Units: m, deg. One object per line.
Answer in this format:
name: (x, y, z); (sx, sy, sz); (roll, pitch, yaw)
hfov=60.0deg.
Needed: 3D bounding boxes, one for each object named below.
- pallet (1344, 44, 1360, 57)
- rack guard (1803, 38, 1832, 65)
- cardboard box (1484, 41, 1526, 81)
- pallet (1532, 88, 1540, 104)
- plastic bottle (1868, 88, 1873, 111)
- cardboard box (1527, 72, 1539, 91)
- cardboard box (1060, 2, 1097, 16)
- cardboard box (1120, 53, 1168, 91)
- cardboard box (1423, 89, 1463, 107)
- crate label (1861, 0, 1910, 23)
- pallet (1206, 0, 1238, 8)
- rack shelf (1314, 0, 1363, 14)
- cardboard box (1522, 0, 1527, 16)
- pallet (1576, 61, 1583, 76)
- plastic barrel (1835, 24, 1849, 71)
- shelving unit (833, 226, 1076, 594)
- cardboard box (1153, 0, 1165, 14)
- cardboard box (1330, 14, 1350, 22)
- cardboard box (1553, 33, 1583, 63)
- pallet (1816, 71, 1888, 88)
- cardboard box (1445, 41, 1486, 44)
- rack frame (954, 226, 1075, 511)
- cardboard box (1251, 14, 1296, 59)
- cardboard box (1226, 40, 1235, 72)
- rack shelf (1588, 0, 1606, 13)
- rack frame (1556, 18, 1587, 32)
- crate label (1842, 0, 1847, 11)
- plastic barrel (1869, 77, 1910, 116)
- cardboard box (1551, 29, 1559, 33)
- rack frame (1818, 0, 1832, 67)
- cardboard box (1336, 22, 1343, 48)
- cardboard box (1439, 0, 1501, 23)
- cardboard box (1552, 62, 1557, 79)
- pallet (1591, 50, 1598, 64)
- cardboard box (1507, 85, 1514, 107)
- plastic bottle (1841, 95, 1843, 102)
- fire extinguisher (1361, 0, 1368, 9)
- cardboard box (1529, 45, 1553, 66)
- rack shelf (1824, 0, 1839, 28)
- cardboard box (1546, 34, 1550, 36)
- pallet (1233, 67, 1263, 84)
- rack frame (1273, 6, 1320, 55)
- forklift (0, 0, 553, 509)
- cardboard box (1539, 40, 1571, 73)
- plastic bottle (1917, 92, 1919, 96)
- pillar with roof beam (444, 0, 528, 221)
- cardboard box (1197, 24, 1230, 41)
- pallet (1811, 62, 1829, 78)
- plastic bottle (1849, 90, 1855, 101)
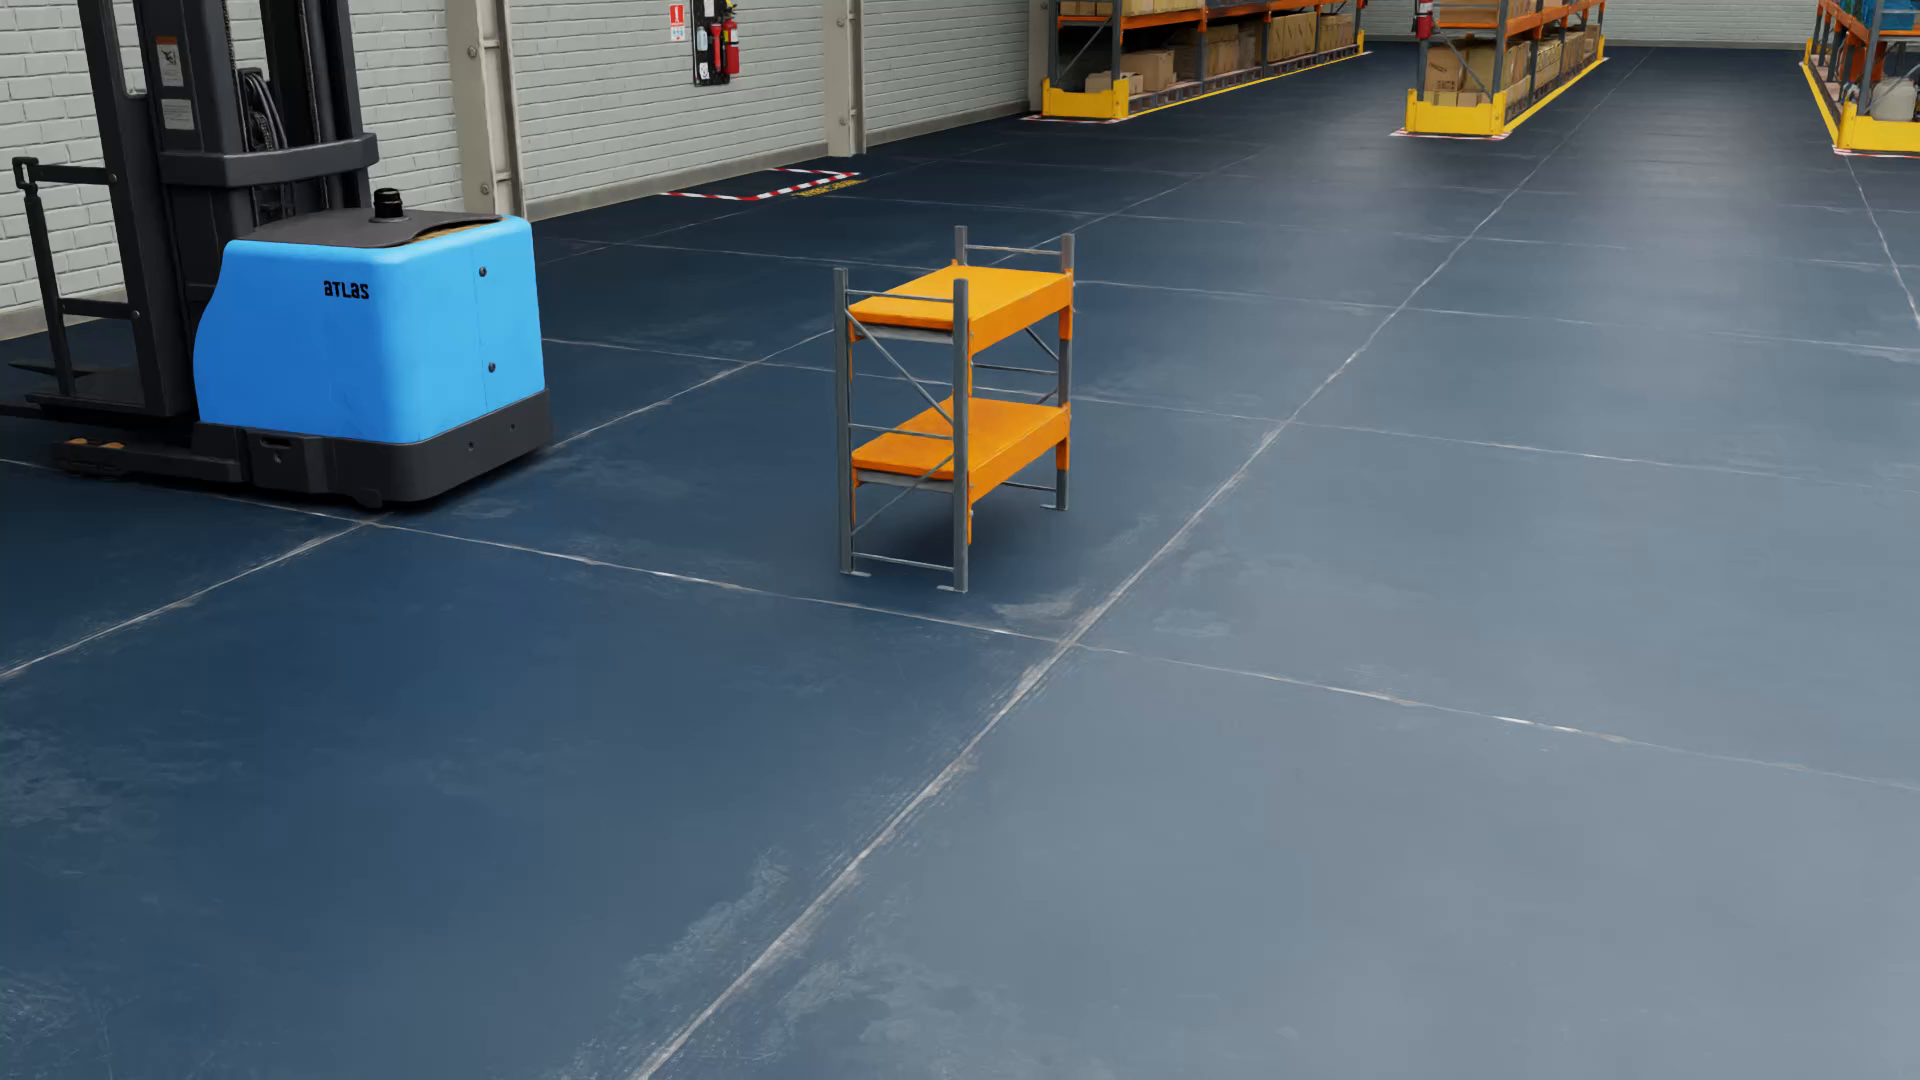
pallet: (7.981, -10.548, 35.813); (1.003, 0.211, 1.213); (9, 21, 23)
rack guard: (17.273, -9.589, 32.686); (1.175, 0.500, 0.348); (9, 21, 23)
cardboard box: (7.436, -6.549, 22.766); (0.500, 0.500, 0.500); (9, 21, 23)
pallet: (8.110, -6.687, 24.956); (1.003, 0.211, 1.213); (9, 21, 23)
plastic bottle: (11.546, -5.623, 21.212); (0.152, 0.276, 0.135); (9, 21, 23)
cardboard box: (8.235, -6.762, 24.482); (0.500, 0.250, 0.500); (8, 21, 21)
cardboard box: (1.699, -7.334, 22.809); (0.500, 0.250, 0.500); (9, 21, 23)
cardboard box: (2.630, -6.846, 24.317); (0.700, 0.500, 0.500); (7, 21, 19)
cardboard box: (6.156, -5.654, 21.368); (0.500, 0.250, 0.500); (9, 21, 23)
crate label: (11.230, -6.483, 20.169); (0.502, 0.435, 0.616); (9, 21, 23)
pallet: (3.768, -8.572, 26.382); (1.003, 0.211, 1.213); (9, 21, 23)
rack shelf: (7.418, -11.167, 34.465); (1.077, 0.370, 4.000); (9, 21, 23)
cardboard box: (7.458, -7.519, 22.984); (0.700, 0.500, 0.500); (8, 21, 22)
pallet: (10.821, -8.648, 30.471); (1.003, 0.211, 1.213); (9, 21, 23)
plastic barrel: (15.109, -8.364, 28.015); (0.600, 0.901, 0.708); (9, 21, 23)
shelving unit: (0.003, -0.532, 6.286); (0.538, 1.125, 1.048); (9, 21, 23)
cardboard box: (2.588, -7.586, 23.517); (0.500, 0.250, 0.500); (8, 21, 22)
cardboard box: (8.051, -11.073, 35.263); (0.380, 0.149, 0.250); (9, 22, 24)
cardboard box: (10.969, -8.905, 30.106); (0.500, 0.500, 0.500); (9, 21, 23)
pallet: (14.785, -7.617, 27.571); (1.003, 0.211, 1.213); (9, 21, 23)
cardboard box: (6.959, -6.621, 22.968); (0.500, 0.500, 0.500); (9, 21, 23)
rack frame: (0.211, -0.687, 6.723); (0.500, 1.125, 0.032); (9, 21, 23)
cardboard box: (5.746, -9.330, 30.809); (0.750, 0.750, 0.750); (8, 21, 22)
cardboard box: (4.219, -8.176, 28.057); (0.700, 0.500, 0.500); (8, 21, 22)
rack shelf: (11.939, -10.488, 32.557); (1.077, 0.370, 4.000); (9, 21, 23)
rack frame: (11.120, -10.216, 30.717); (1.000, 3.000, 0.127); (9, 21, 23)
crate label: (13.345, -8.062, 24.609); (0.502, 0.435, 0.616); (9, 21, 23)
plastic barrel: (11.128, -5.257, 19.861); (0.421, 0.512, 0.421); (0, 20, 0)
cardboard box: (11.094, -9.458, 31.662); (0.500, 0.500, 0.500); (9, 21, 23)
rack frame: (15.637, -9.535, 28.803); (1.000, 3.000, 0.127); (9, 21, 23)
cardboard box: (7.631, -10.603, 34.909); (0.700, 0.500, 0.500); (8, 21, 21)
cardboard box: (6.408, -6.735, 20.782); (0.700, 0.500, 0.500); (9, 21, 23)
cardboard box: (9.281, -7.543, 26.679); (0.500, 0.250, 0.500); (8, 21, 22)
pallet: (12.401, -9.857, 33.872); (1.003, 0.211, 1.213); (9, 21, 23)
cardboard box: (7.035, -5.889, 22.029); (0.500, 0.250, 0.500); (9, 21, 23)
plastic bottle: (11.747, -5.879, 22.042); (0.097, 0.201, 0.097); (0, 20, 0)
fire extinguisher: (8.719, -11.888, 36.091); (0.296, 0.674, 0.183); (9, 21, 23)
cardboard box: (8.868, -7.499, 25.718); (0.500, 0.311, 0.500); (9, 22, 24)
rack shelf: (14.818, -8.585, 27.204); (1.077, 0.370, 4.000); (9, 21, 23)
cardboard box: (10.279, -8.814, 29.851); (0.500, 0.500, 0.500); (9, 21, 23)
pallet: (4.639, -8.119, 28.983); (1.003, 0.211, 1.213); (9, 21, 23)
rack frame: (6.599, -10.894, 32.625); (1.000, 3.000, 0.127); (9, 21, 23)
forklift: (-3.416, -1.793, 7.135); (3.031, 2.935, 1.130); (7, 21, 19)
cardboard box: (9.929, -8.122, 27.905); (0.500, 0.500, 0.500); (10, 22, 25)
plastic bottle: (11.931, -5.435, 20.690); (0.097, 0.271, 0.097); (0, 20, 0)
pillar with roof beam: (0.196, -6.126, 10.265); (9.100, 9.000, 0.400); (9, 21, 23)
cardboard box: (4.217, -8.504, 27.858); (0.500, 0.250, 0.500); (8, 21, 22)
pallet: (15.903, -8.451, 29.917); (1.003, 0.211, 1.213); (9, 21, 23)
plastic bottle: (11.106, -5.454, 20.725); (0.061, 0.283, 0.133); (9, 22, 24)
